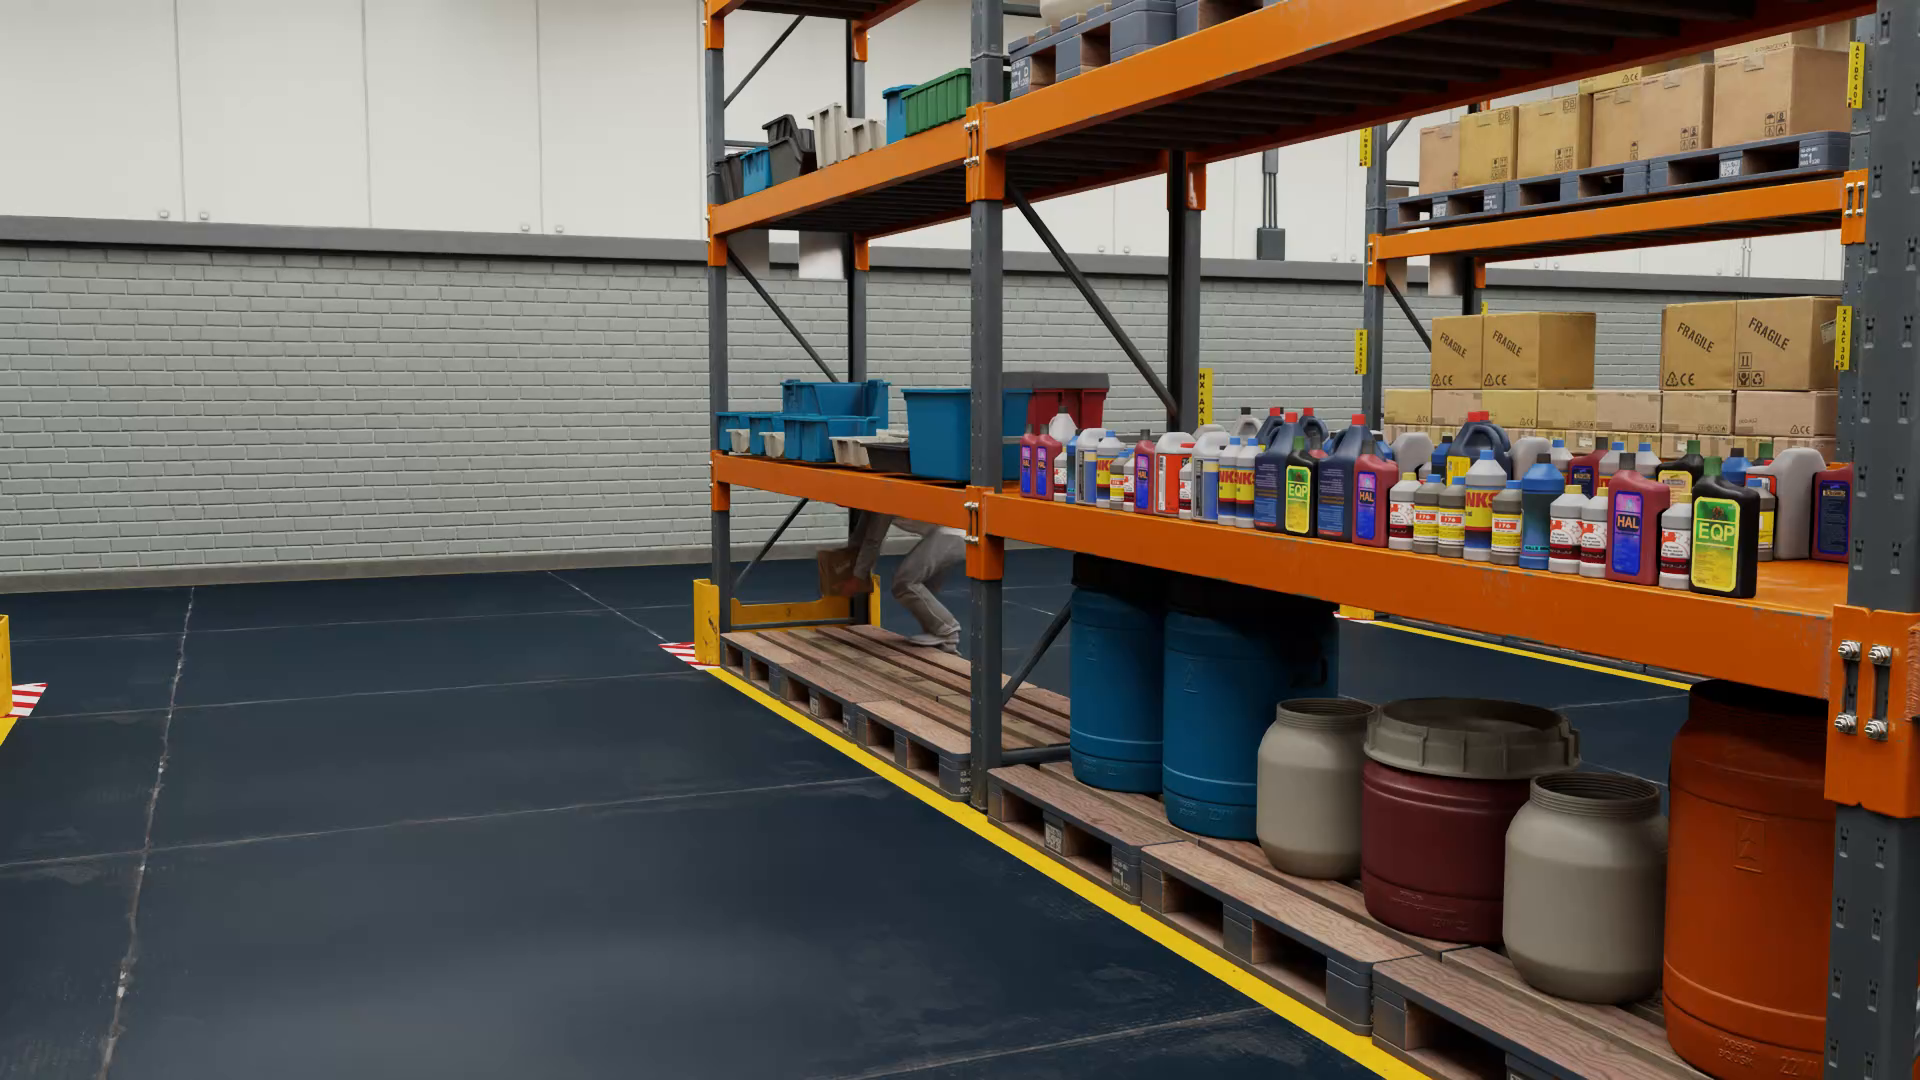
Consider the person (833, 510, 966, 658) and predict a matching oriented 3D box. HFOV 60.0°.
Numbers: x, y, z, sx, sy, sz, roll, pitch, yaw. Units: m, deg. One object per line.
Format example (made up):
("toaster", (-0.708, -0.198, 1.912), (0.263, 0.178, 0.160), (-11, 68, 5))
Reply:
("person", (-0.348, 0.147, 9.810), (0.936, 1.352, 0.496), (-1, 5, -8))
